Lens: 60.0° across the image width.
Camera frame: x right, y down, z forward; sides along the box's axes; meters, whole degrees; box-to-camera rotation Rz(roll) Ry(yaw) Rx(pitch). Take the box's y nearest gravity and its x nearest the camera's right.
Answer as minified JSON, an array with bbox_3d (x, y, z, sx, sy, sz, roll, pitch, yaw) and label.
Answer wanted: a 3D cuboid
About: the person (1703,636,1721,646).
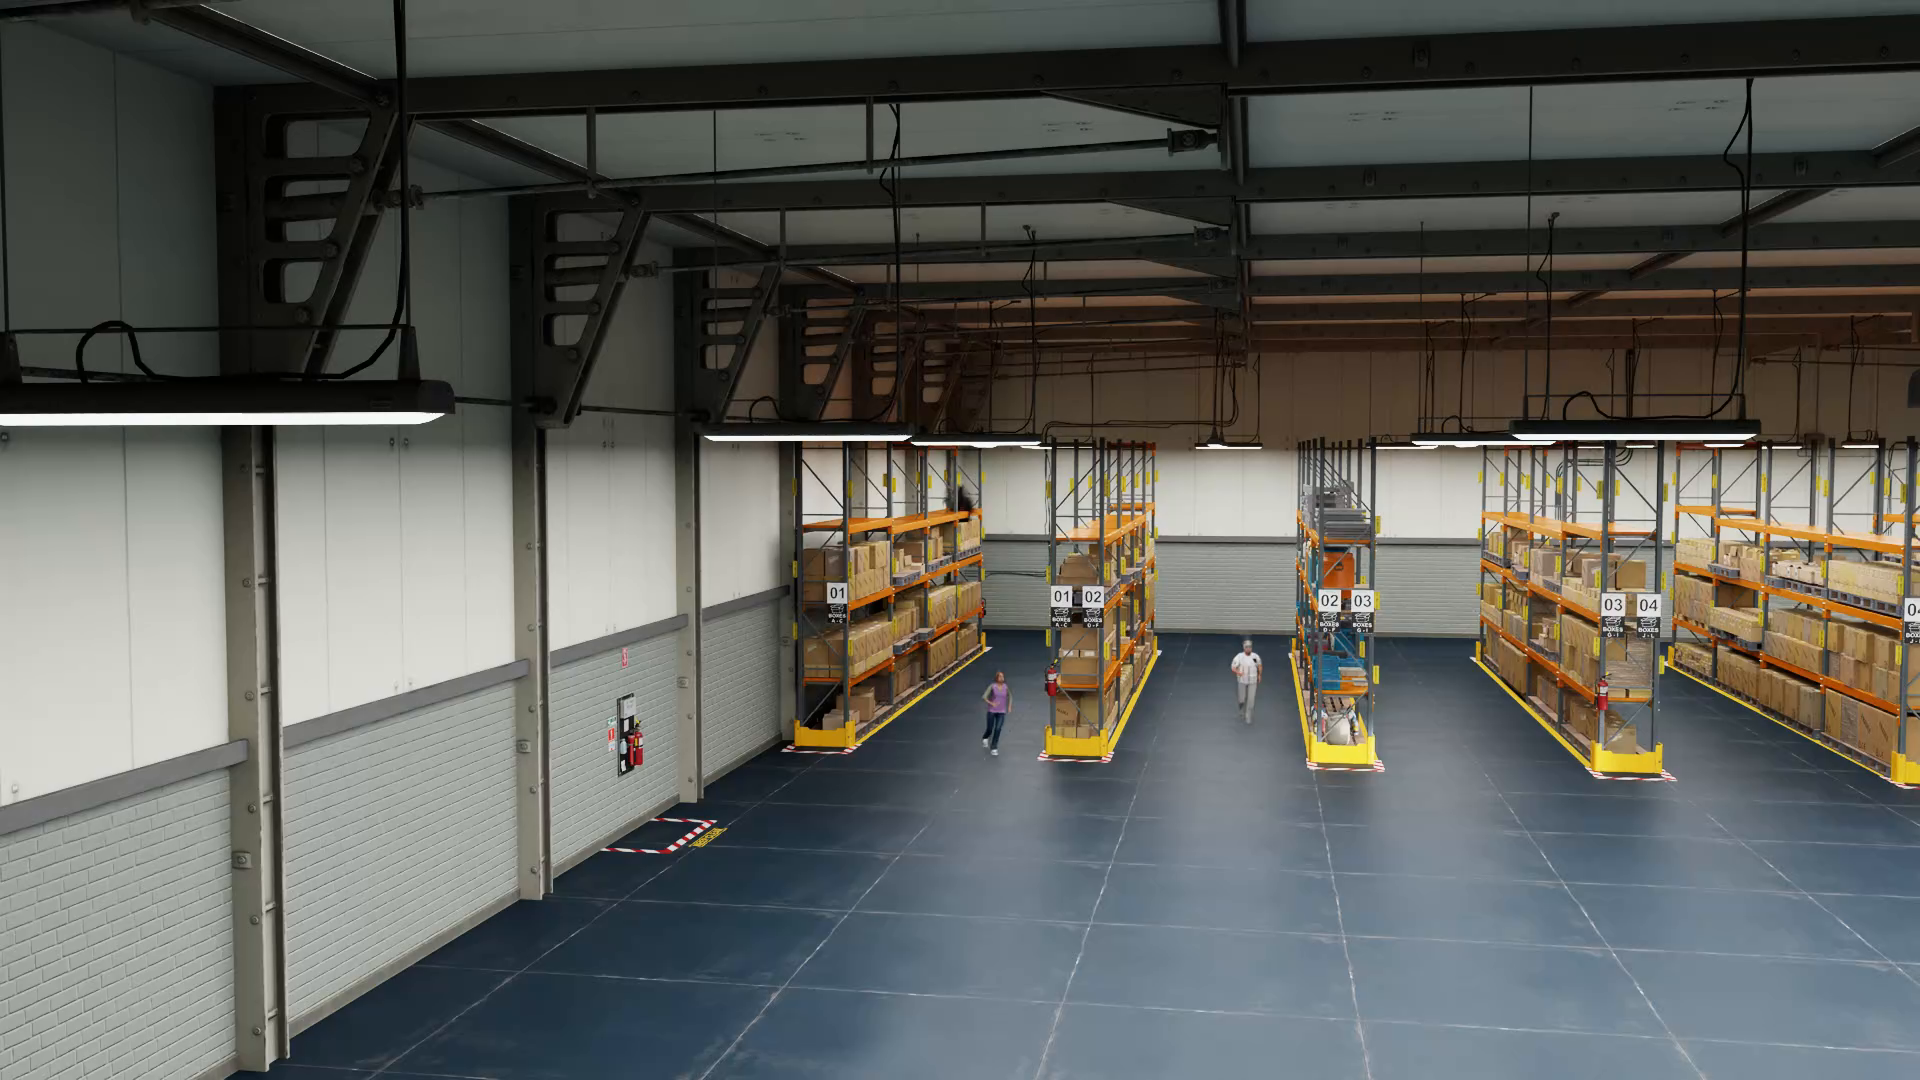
[{"bbox_3d":[20.469,2.434,45.363,0.729,1.752,0.915,-3,4,-40],"label":"person"}]

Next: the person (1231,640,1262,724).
[{"bbox_3d":[6.082,2.982,35.213,0.668,1.749,0.741,0,3,1],"label":"person"}]

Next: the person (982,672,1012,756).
[{"bbox_3d":[0.723,3.280,31.618,0.606,1.545,0.722,0,3,-9],"label":"person"}]
